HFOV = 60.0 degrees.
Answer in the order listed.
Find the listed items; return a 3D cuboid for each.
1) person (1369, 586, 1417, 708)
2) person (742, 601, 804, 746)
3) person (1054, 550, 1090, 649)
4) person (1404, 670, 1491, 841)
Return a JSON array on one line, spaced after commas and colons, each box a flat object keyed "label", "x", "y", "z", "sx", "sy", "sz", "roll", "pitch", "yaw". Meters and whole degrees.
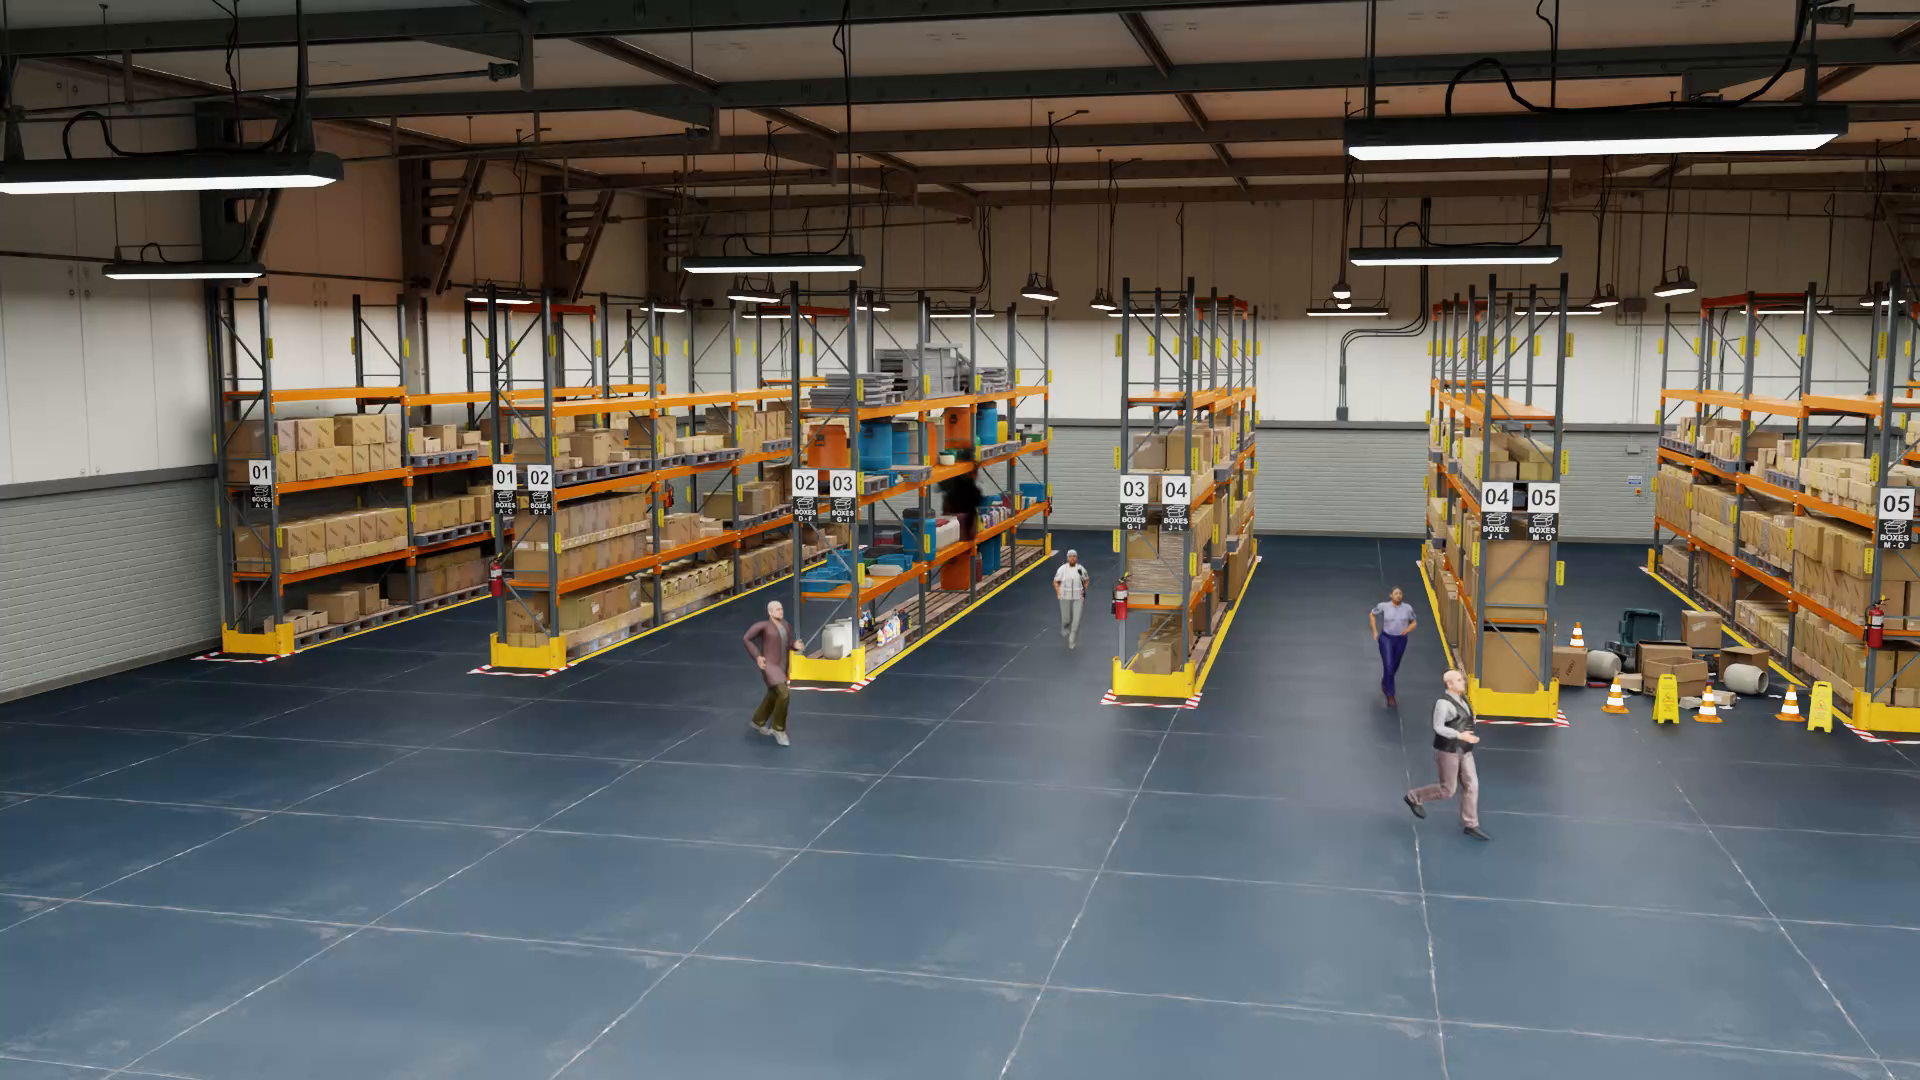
[{"label": "person", "x": 6.169, "y": 1.481, "z": 23.626, "sx": 0.609, "sy": 1.662, "sz": 0.898, "roll": -1, "pitch": 7, "yaw": -5}, {"label": "person", "x": -2.374, "y": 1.693, "z": 21.266, "sx": 0.854, "sy": 1.849, "sz": 0.683, "roll": 4, "pitch": 8, "yaw": 31}, {"label": "person", "x": 1.857, "y": 0.968, "z": 27.616, "sx": 0.604, "sy": 1.623, "sz": 0.584, "roll": 0, "pitch": 7, "yaw": -1}, {"label": "person", "x": 5.069, "y": 2.181, "z": 17.155, "sx": 0.885, "sy": 1.701, "sz": 0.661, "roll": 6, "pitch": 9, "yaw": 43}]
